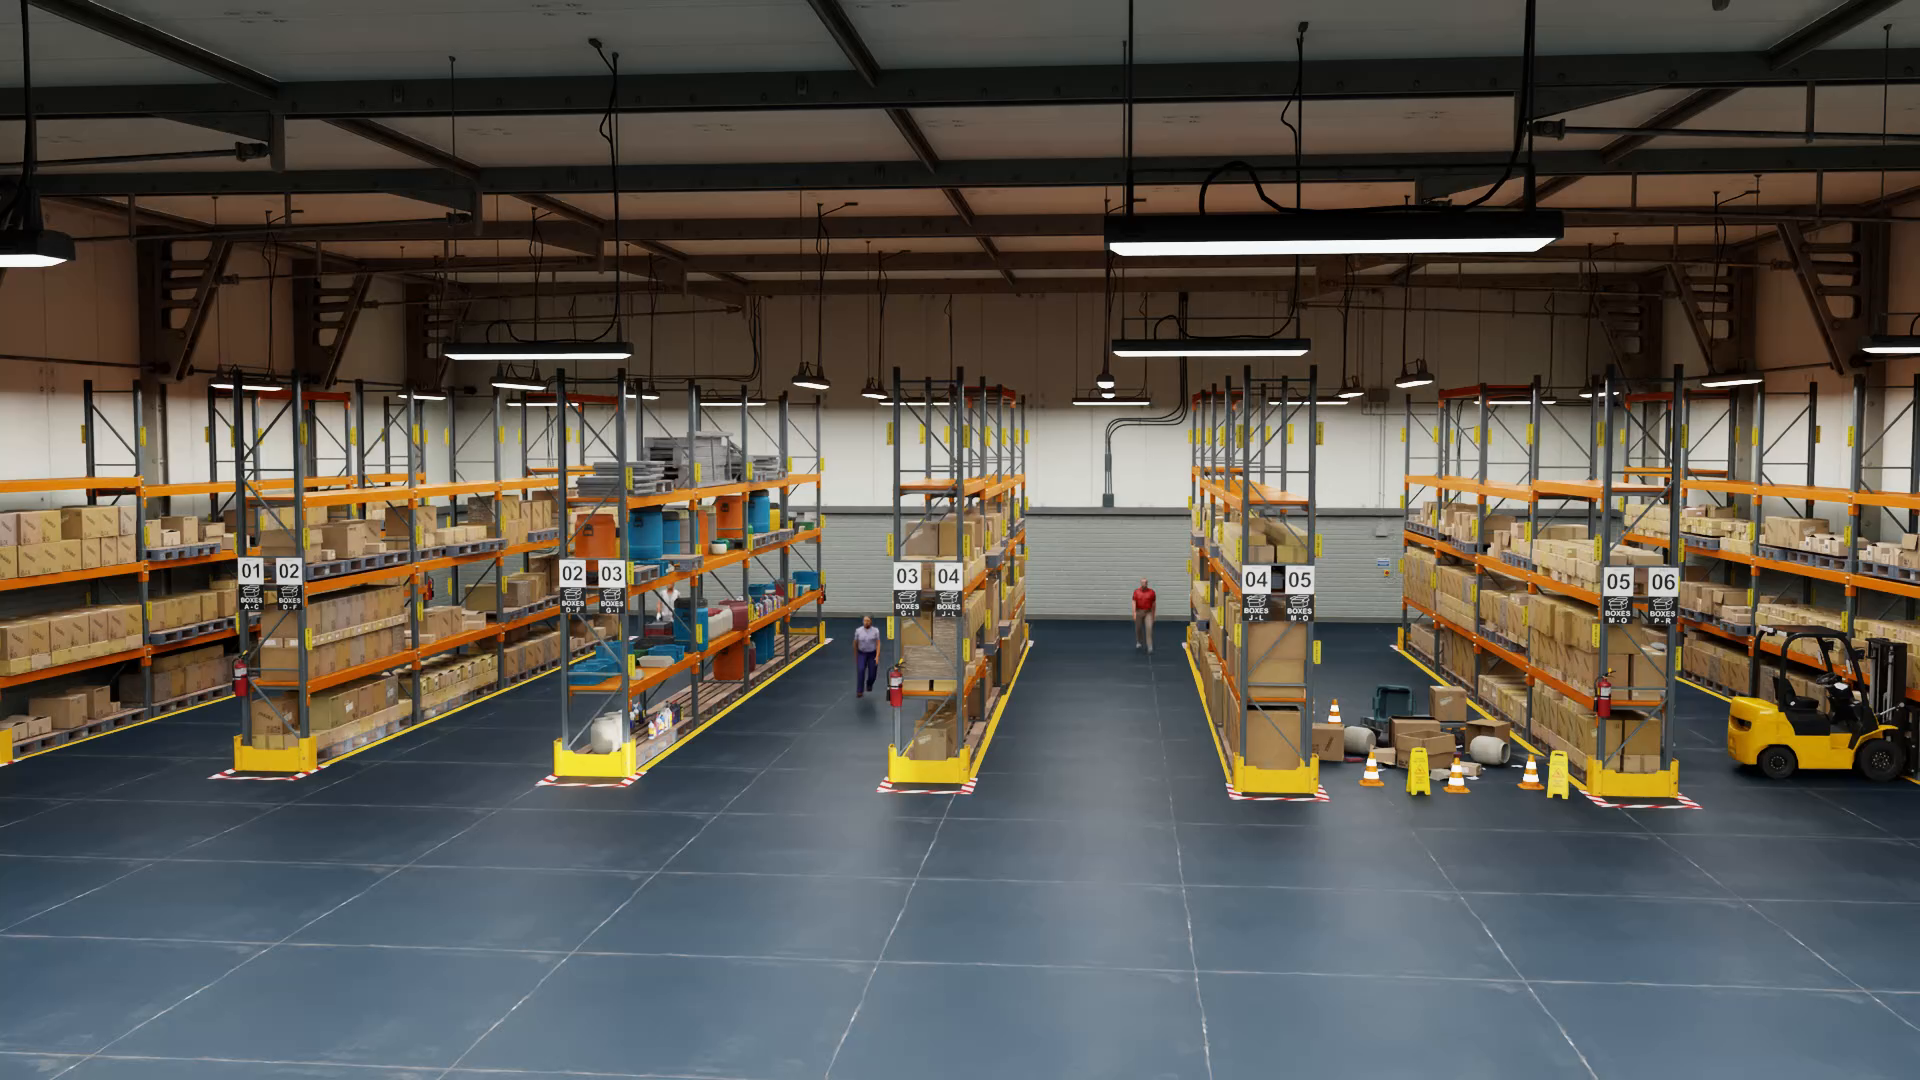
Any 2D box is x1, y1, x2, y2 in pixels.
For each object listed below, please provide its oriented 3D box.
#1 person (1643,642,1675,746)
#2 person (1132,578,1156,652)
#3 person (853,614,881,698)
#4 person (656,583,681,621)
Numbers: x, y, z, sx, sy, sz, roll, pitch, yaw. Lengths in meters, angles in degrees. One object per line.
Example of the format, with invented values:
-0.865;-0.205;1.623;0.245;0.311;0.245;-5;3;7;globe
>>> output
11.301;2.491;26.989;0.501;1.664;0.734;0;4;6;person
4.289;1.724;38.735;0.555;1.665;1.035;0;4;4;person
-1.706;2.107;30.533;0.517;1.494;1.053;-1;4;-11;person
-6.700;1.743;38.333;0.558;1.728;1.098;0;4;2;person
